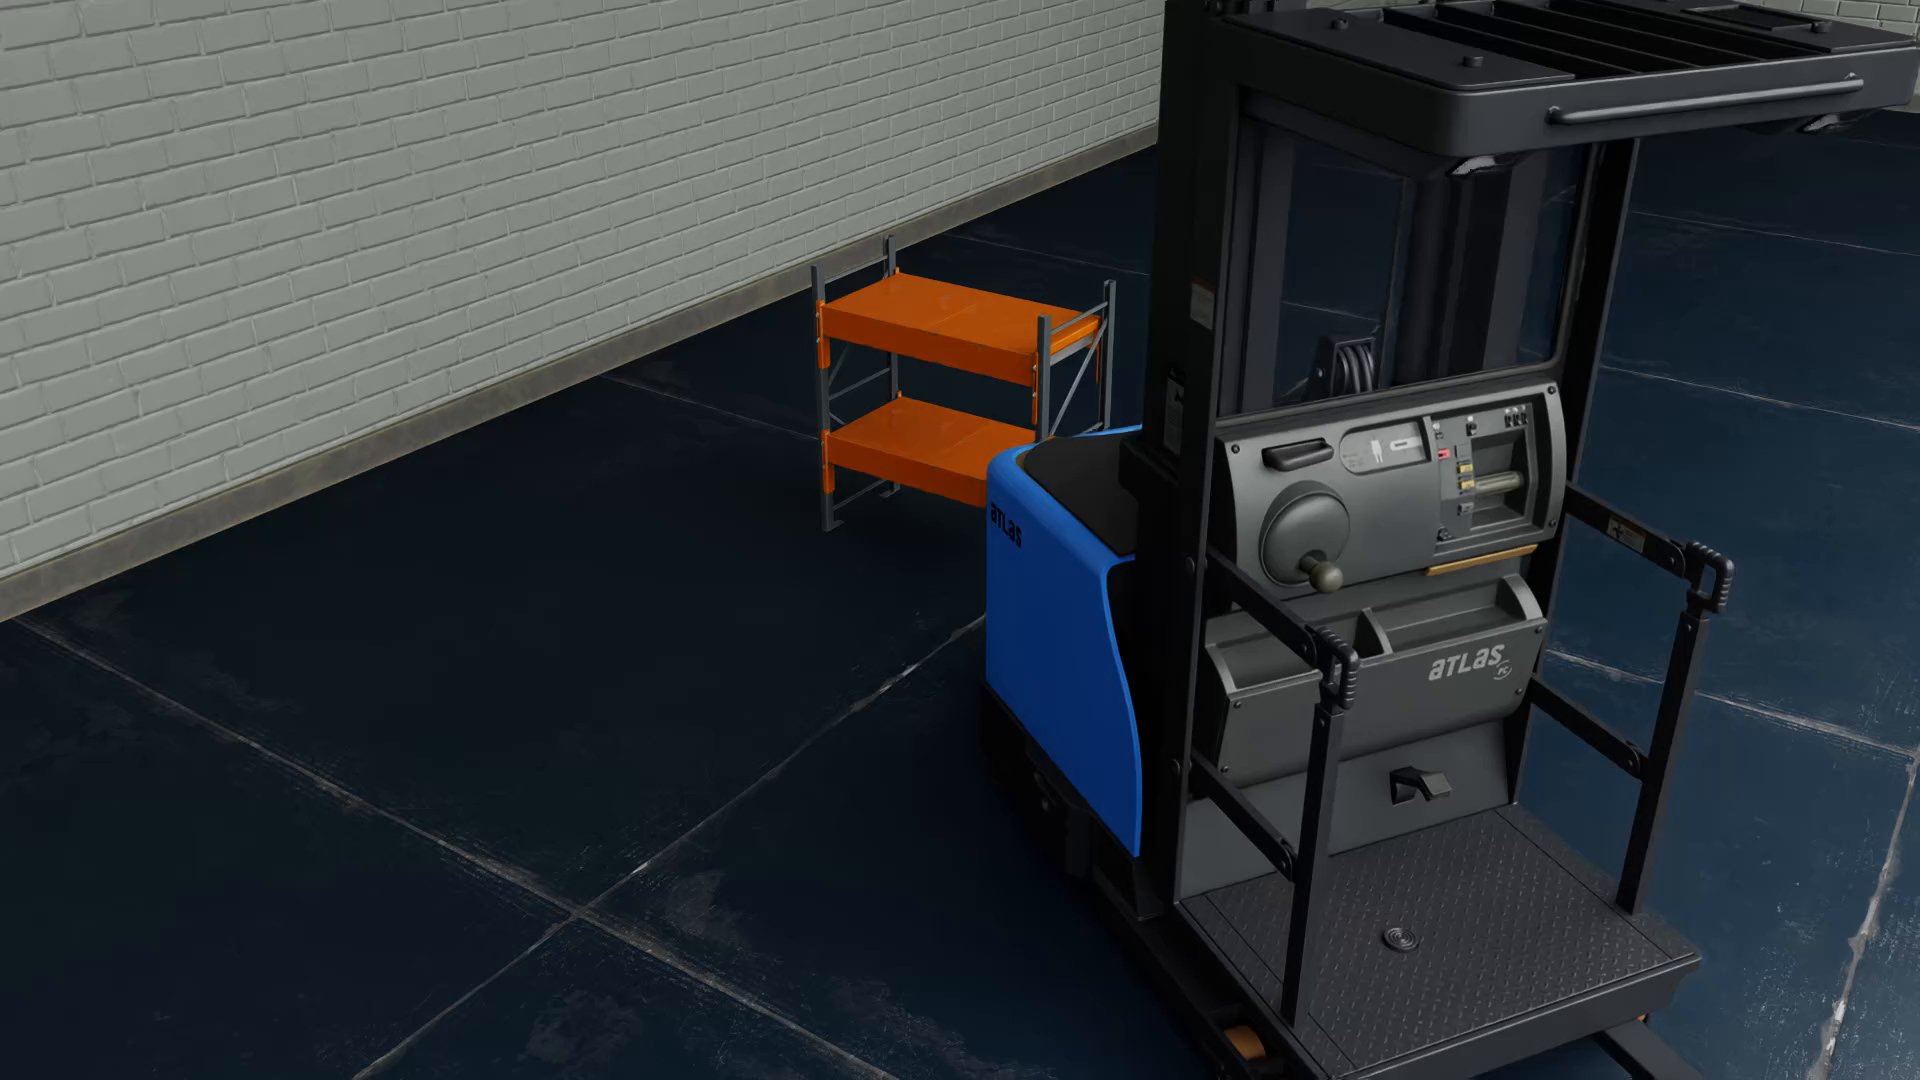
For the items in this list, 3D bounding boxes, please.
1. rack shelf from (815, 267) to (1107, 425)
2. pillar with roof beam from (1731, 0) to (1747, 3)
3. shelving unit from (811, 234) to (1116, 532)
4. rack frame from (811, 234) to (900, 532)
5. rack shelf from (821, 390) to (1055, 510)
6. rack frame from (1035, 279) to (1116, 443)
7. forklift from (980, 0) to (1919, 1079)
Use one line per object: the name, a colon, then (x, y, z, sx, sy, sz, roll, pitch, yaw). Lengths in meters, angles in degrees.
rack shelf: (0.006, -0.760, 6.359, 1.000, 0.278, 0.538, 17, 32, 30)
pillar with roof beam: (3.952, -6.277, 9.163, 0.400, 9.000, 9.100, 17, 32, 30)
shelving unit: (0.006, -0.500, 6.491, 1.048, 1.125, 0.538, 17, 32, 30)
rack frame: (-0.413, -0.630, 6.748, 0.032, 1.125, 0.500, 17, 32, 30)
rack shelf: (0.006, -0.282, 6.602, 1.000, 0.278, 0.538, 17, 32, 30)
rack frame: (0.425, -0.369, 6.235, 0.032, 1.125, 0.500, 17, 32, 30)
forklift: (1.110, -0.088, 3.692, 1.130, 2.935, 3.031, -11, 29, -21)
